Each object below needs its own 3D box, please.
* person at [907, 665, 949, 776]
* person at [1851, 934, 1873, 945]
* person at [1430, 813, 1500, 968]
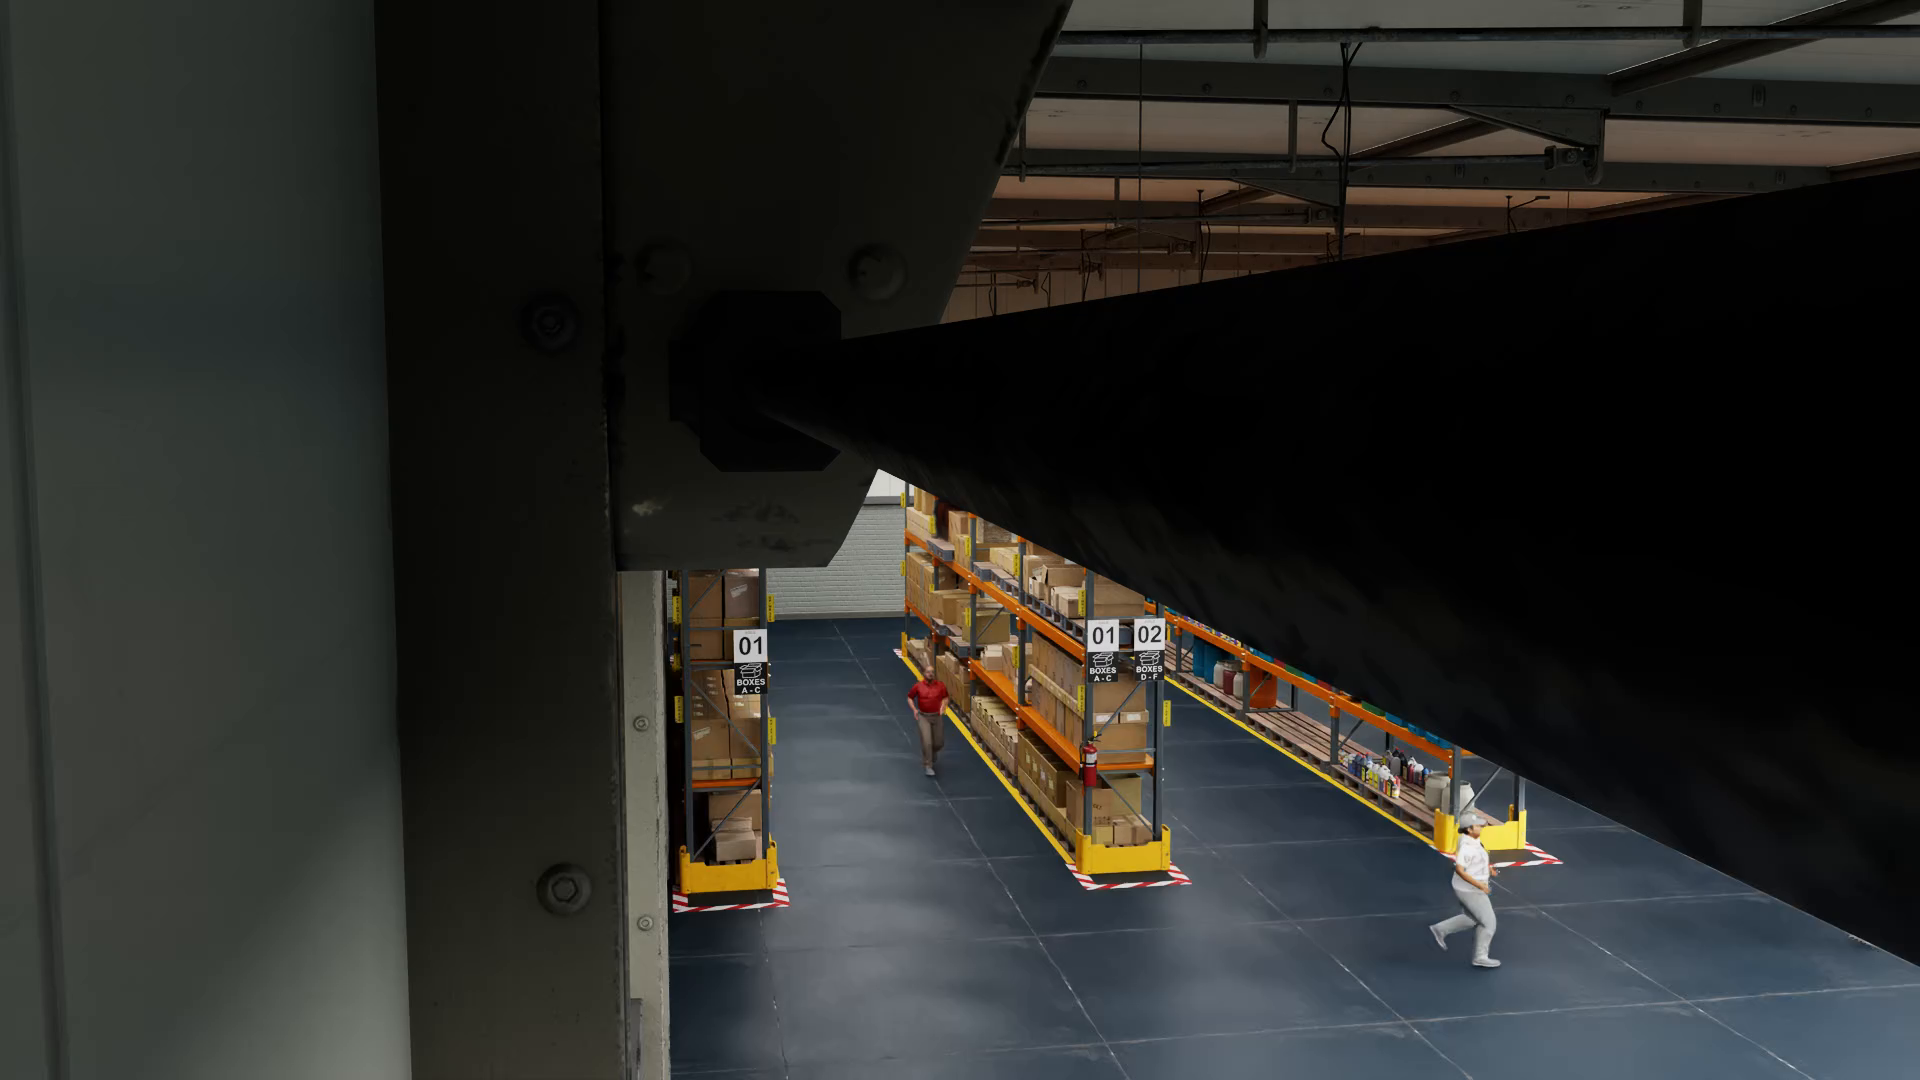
[{"bbox_3d":[-0.486,2.796,26.024,0.669,1.679,0.731,-1,6,-11],"label":"person"},{"bbox_3d":[10.130,3.628,18.082,0.715,1.732,0.588,1,6,13],"label":"person"},{"bbox_3d":[5.387,3.698,17.620,0.698,1.624,0.615,1,6,12],"label":"person"}]
